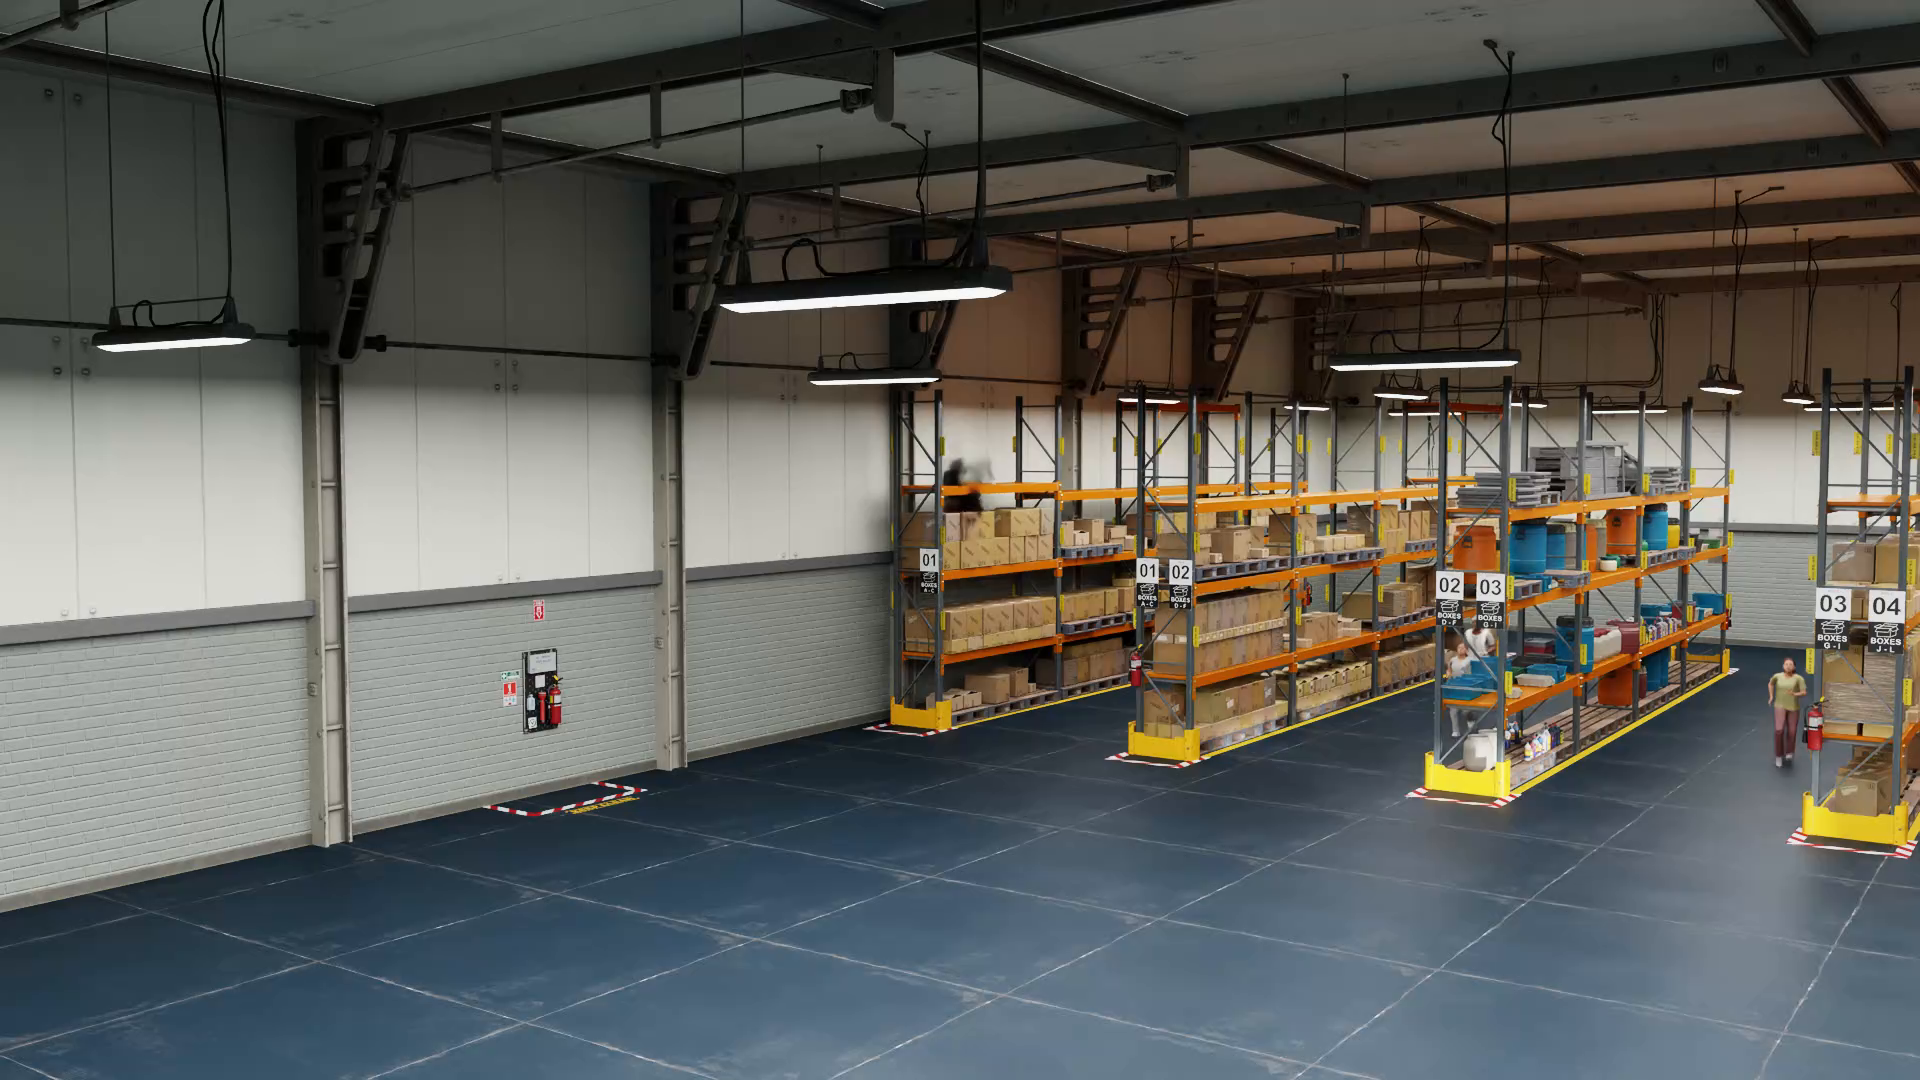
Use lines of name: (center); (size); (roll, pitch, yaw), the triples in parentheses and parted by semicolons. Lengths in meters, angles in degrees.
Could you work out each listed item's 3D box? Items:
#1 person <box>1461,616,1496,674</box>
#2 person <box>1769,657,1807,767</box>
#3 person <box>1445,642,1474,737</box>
person: (9.952, 2.328, 31.996); (0.683, 1.745, 0.730); (2, 4, 31)
person: (13.003, 2.696, 26.146); (0.543, 1.720, 0.723); (2, 4, 27)
person: (8.654, 2.567, 28.738); (0.571, 1.628, 0.753); (2, 4, 35)
